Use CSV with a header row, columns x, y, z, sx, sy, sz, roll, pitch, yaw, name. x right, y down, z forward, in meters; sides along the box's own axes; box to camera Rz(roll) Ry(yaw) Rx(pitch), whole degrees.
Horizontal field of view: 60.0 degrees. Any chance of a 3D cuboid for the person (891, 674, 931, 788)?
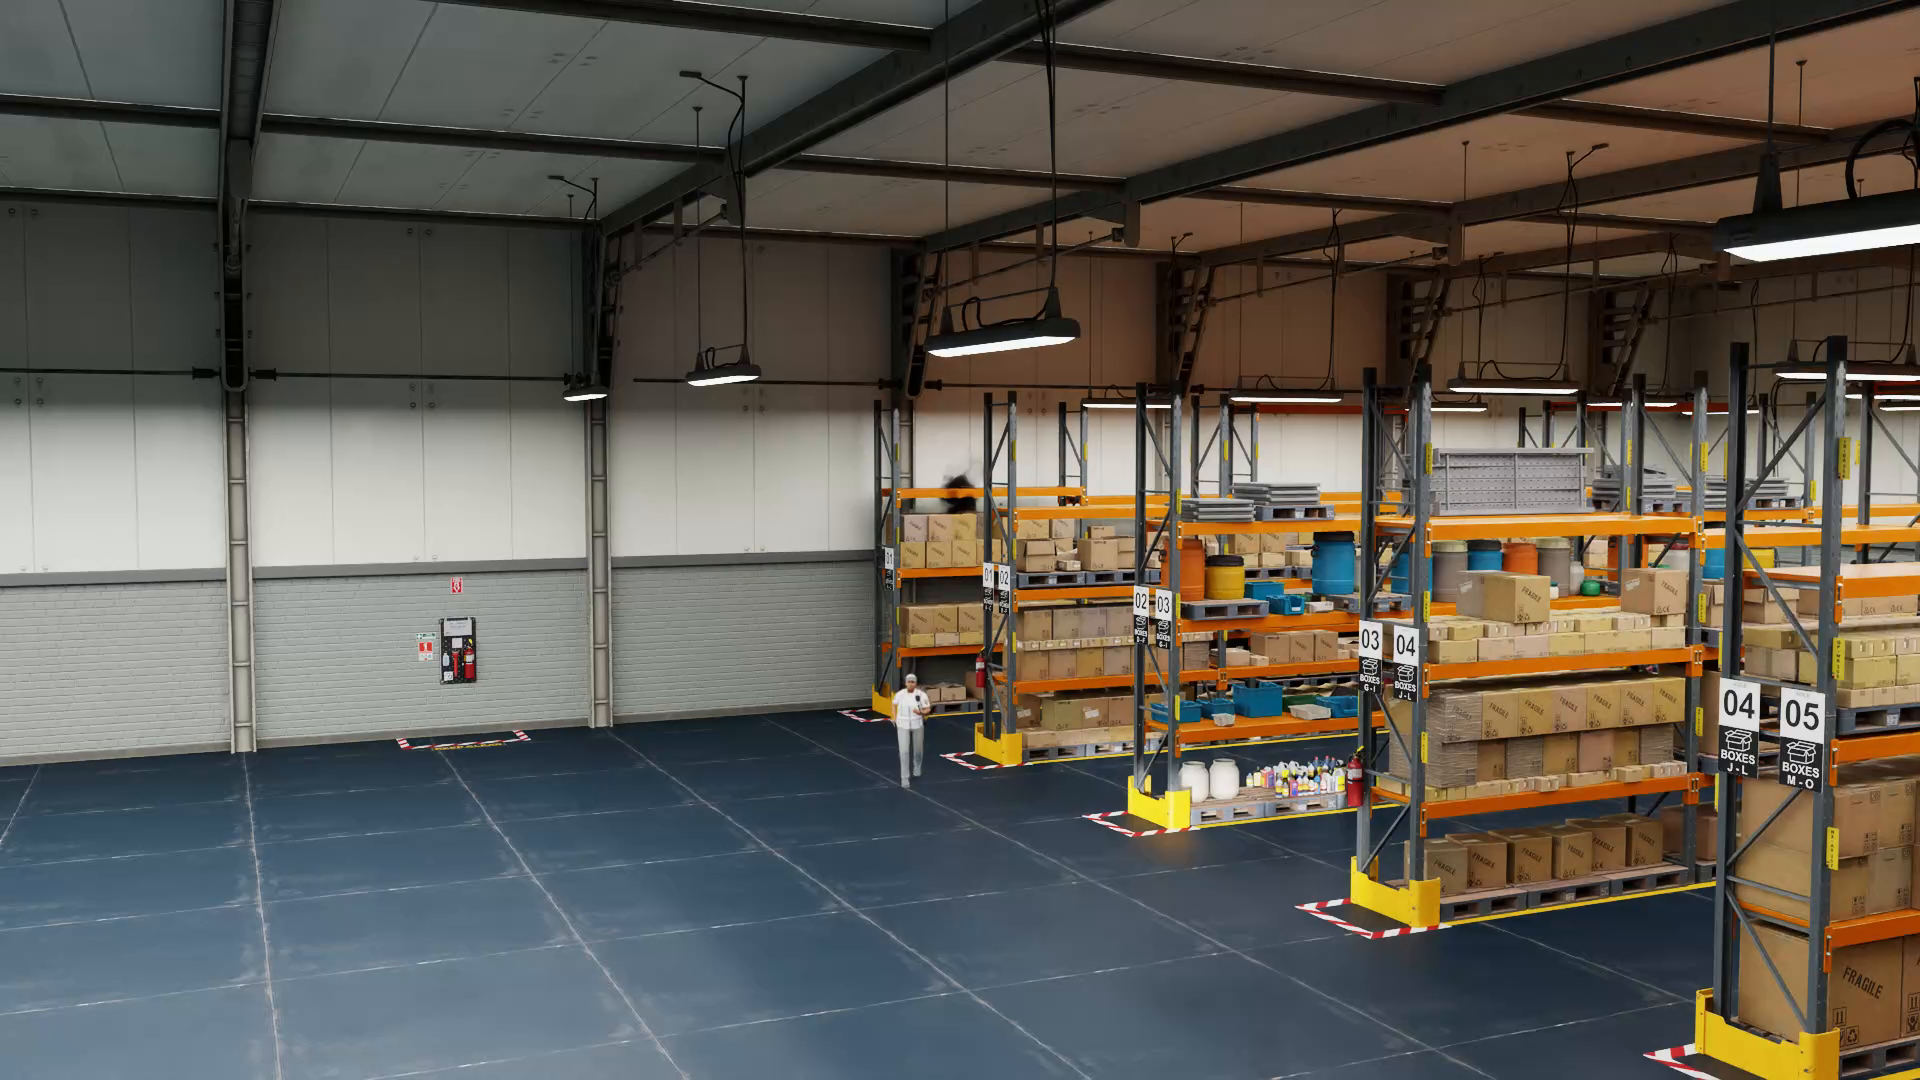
x,y,z,sx,sy,sz,roll,pitch,yaw,name
-0.743,2.849,25.173,0.605,1.653,0.924,0,3,-1,person
